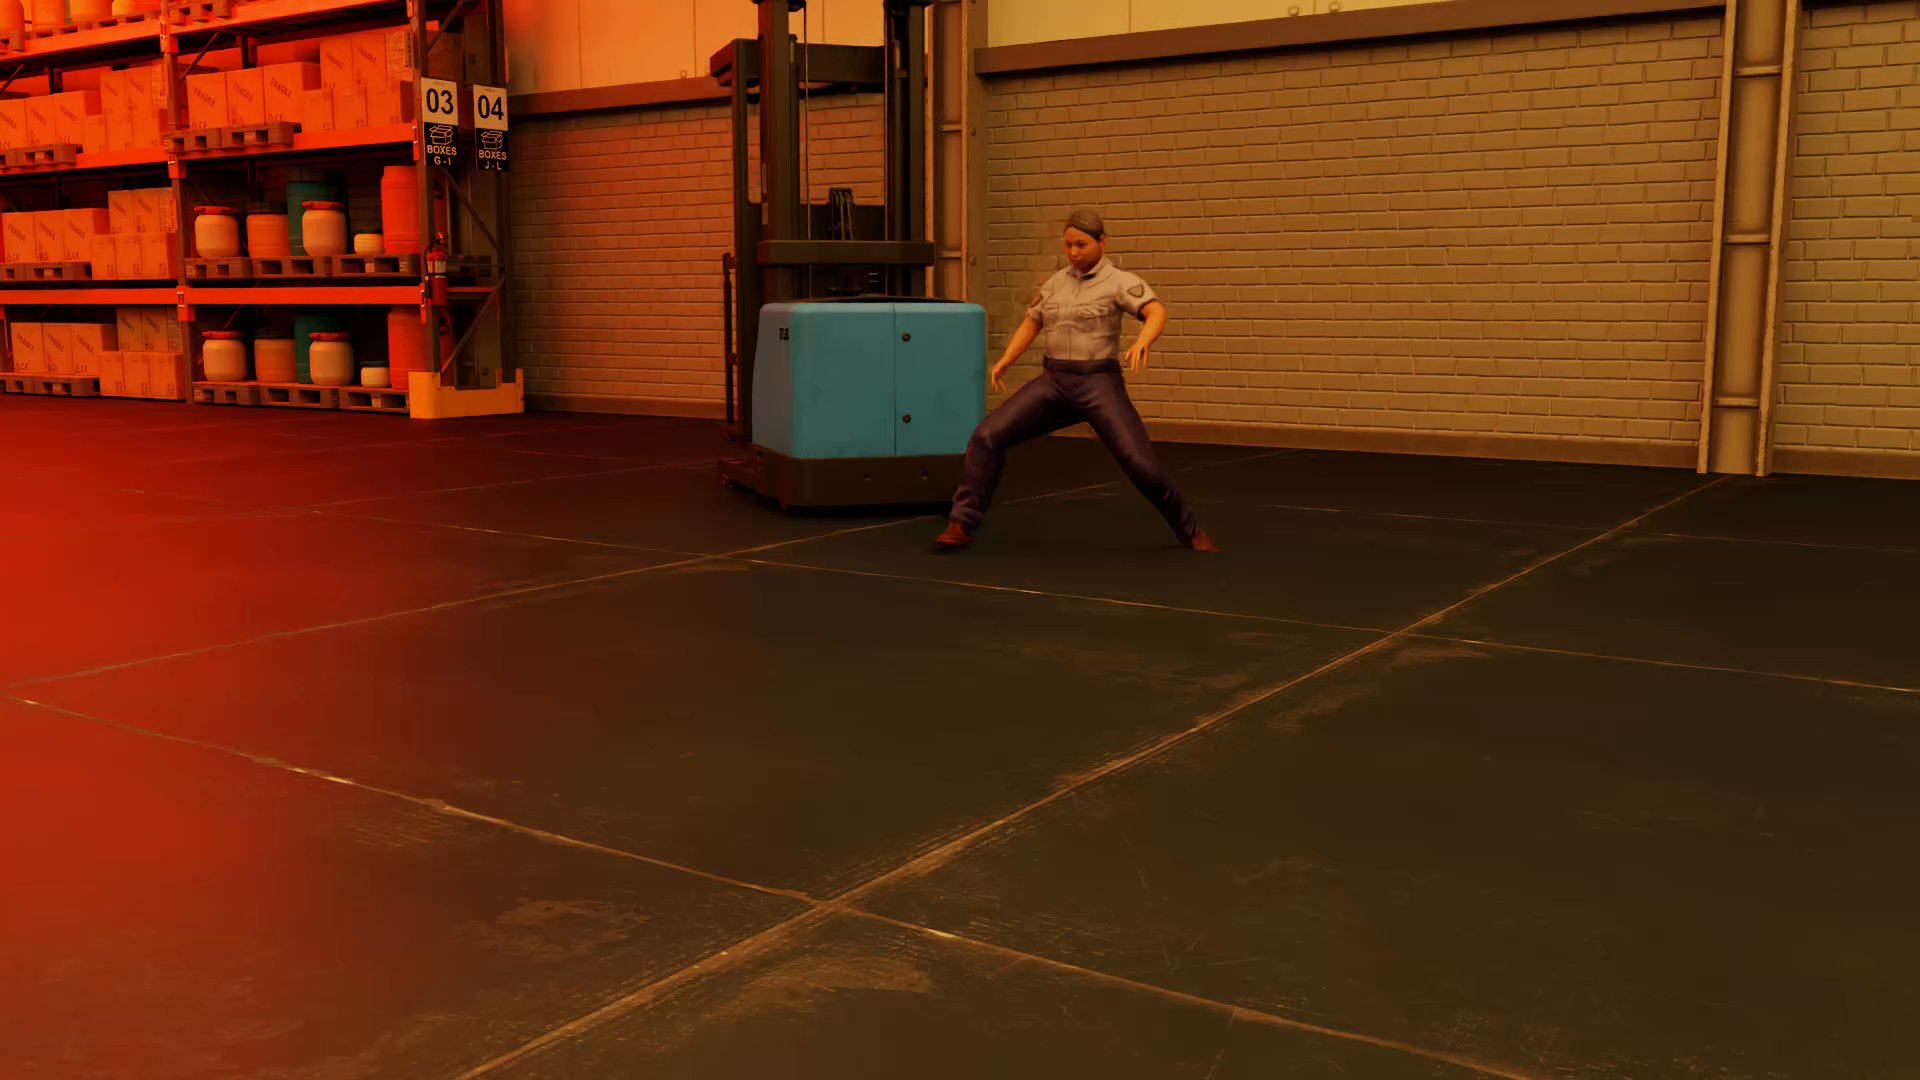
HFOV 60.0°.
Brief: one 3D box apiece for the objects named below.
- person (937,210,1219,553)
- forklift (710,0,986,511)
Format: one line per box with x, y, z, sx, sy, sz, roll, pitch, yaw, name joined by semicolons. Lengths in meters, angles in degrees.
0.520;-0.666;7.209;1.041;1.506;0.930;6;10;38;person
-0.809;-1.766;9.609;1.130;2.935;3.031;-3;9;-19;forklift
